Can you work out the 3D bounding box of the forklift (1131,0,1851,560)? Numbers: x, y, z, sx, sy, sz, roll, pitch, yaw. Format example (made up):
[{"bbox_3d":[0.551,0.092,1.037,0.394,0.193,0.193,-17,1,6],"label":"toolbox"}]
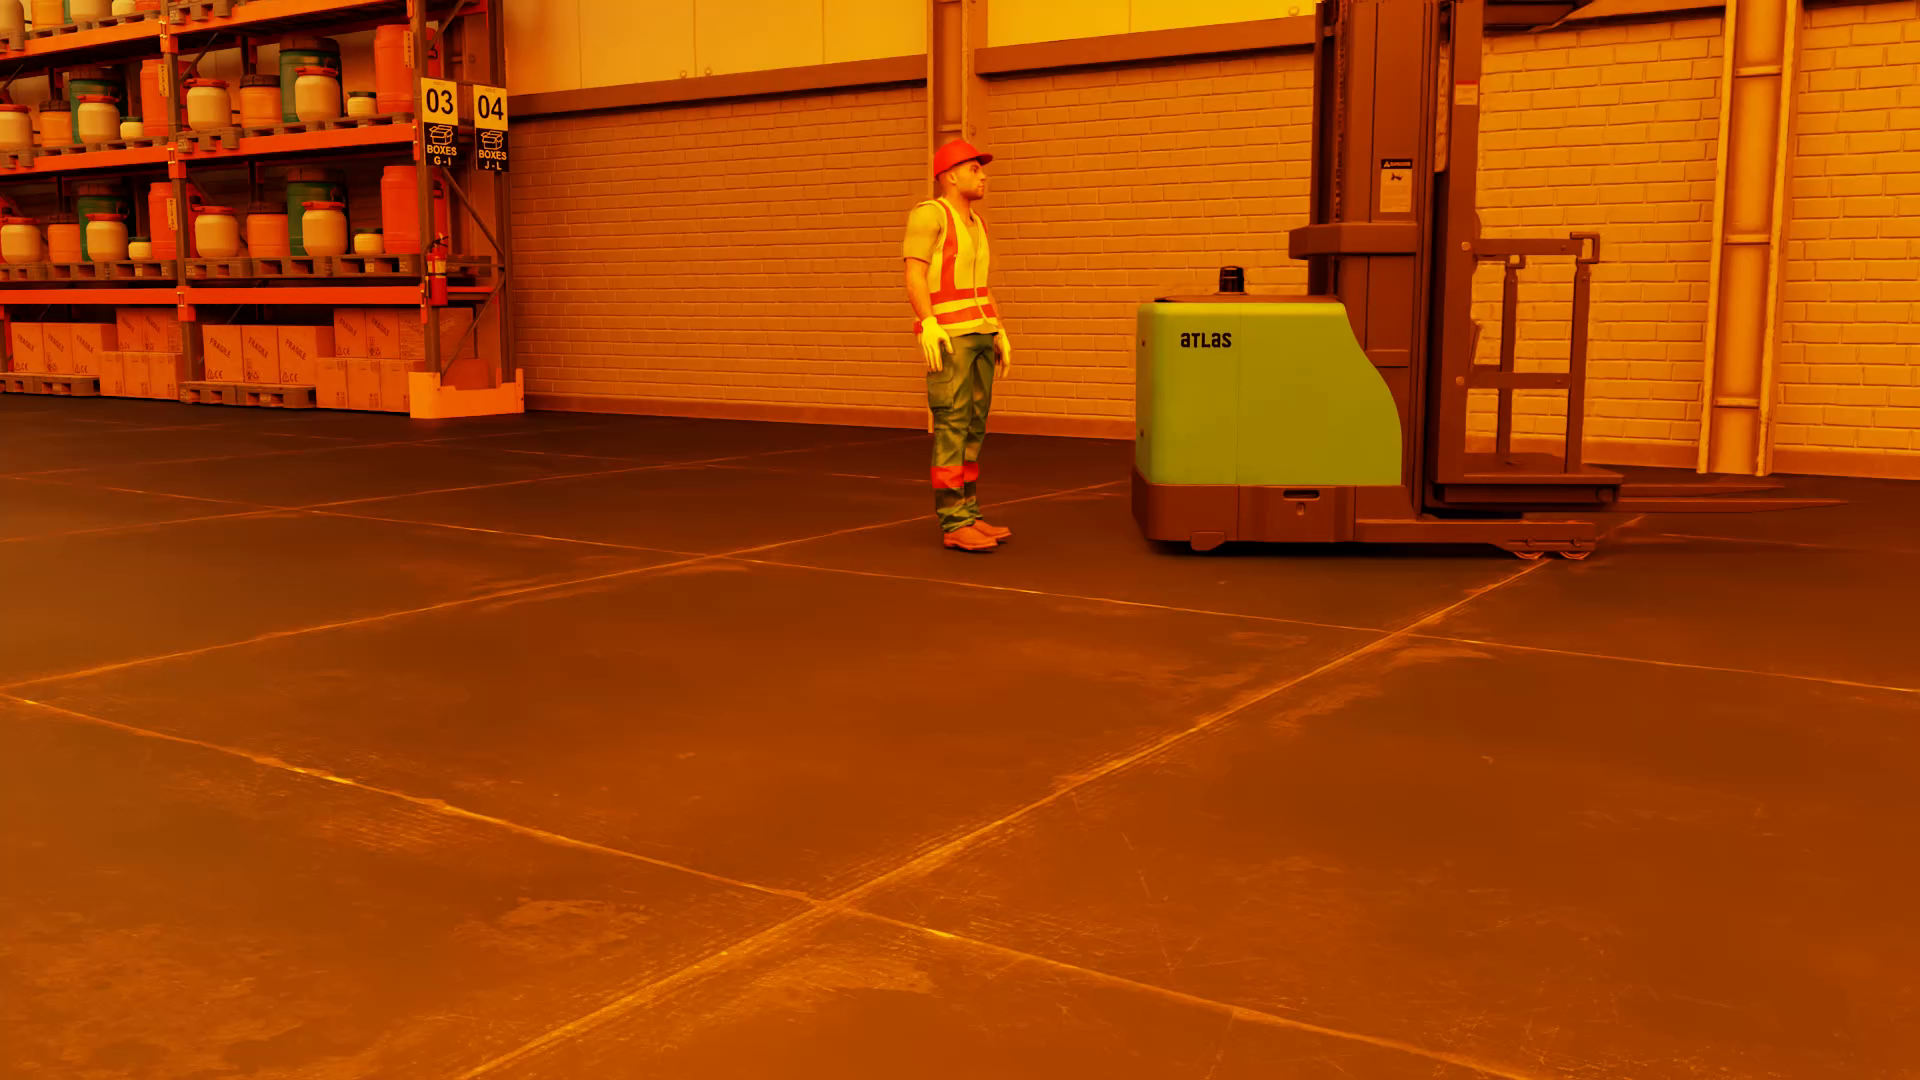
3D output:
[{"bbox_3d":[2.327,-1.443,7.343,3.031,2.935,1.130,0,8,2],"label":"forklift"}]

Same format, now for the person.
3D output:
[{"bbox_3d":[0.070,-0.883,7.433,0.560,1.789,0.668,5,10,33],"label":"person"}]
